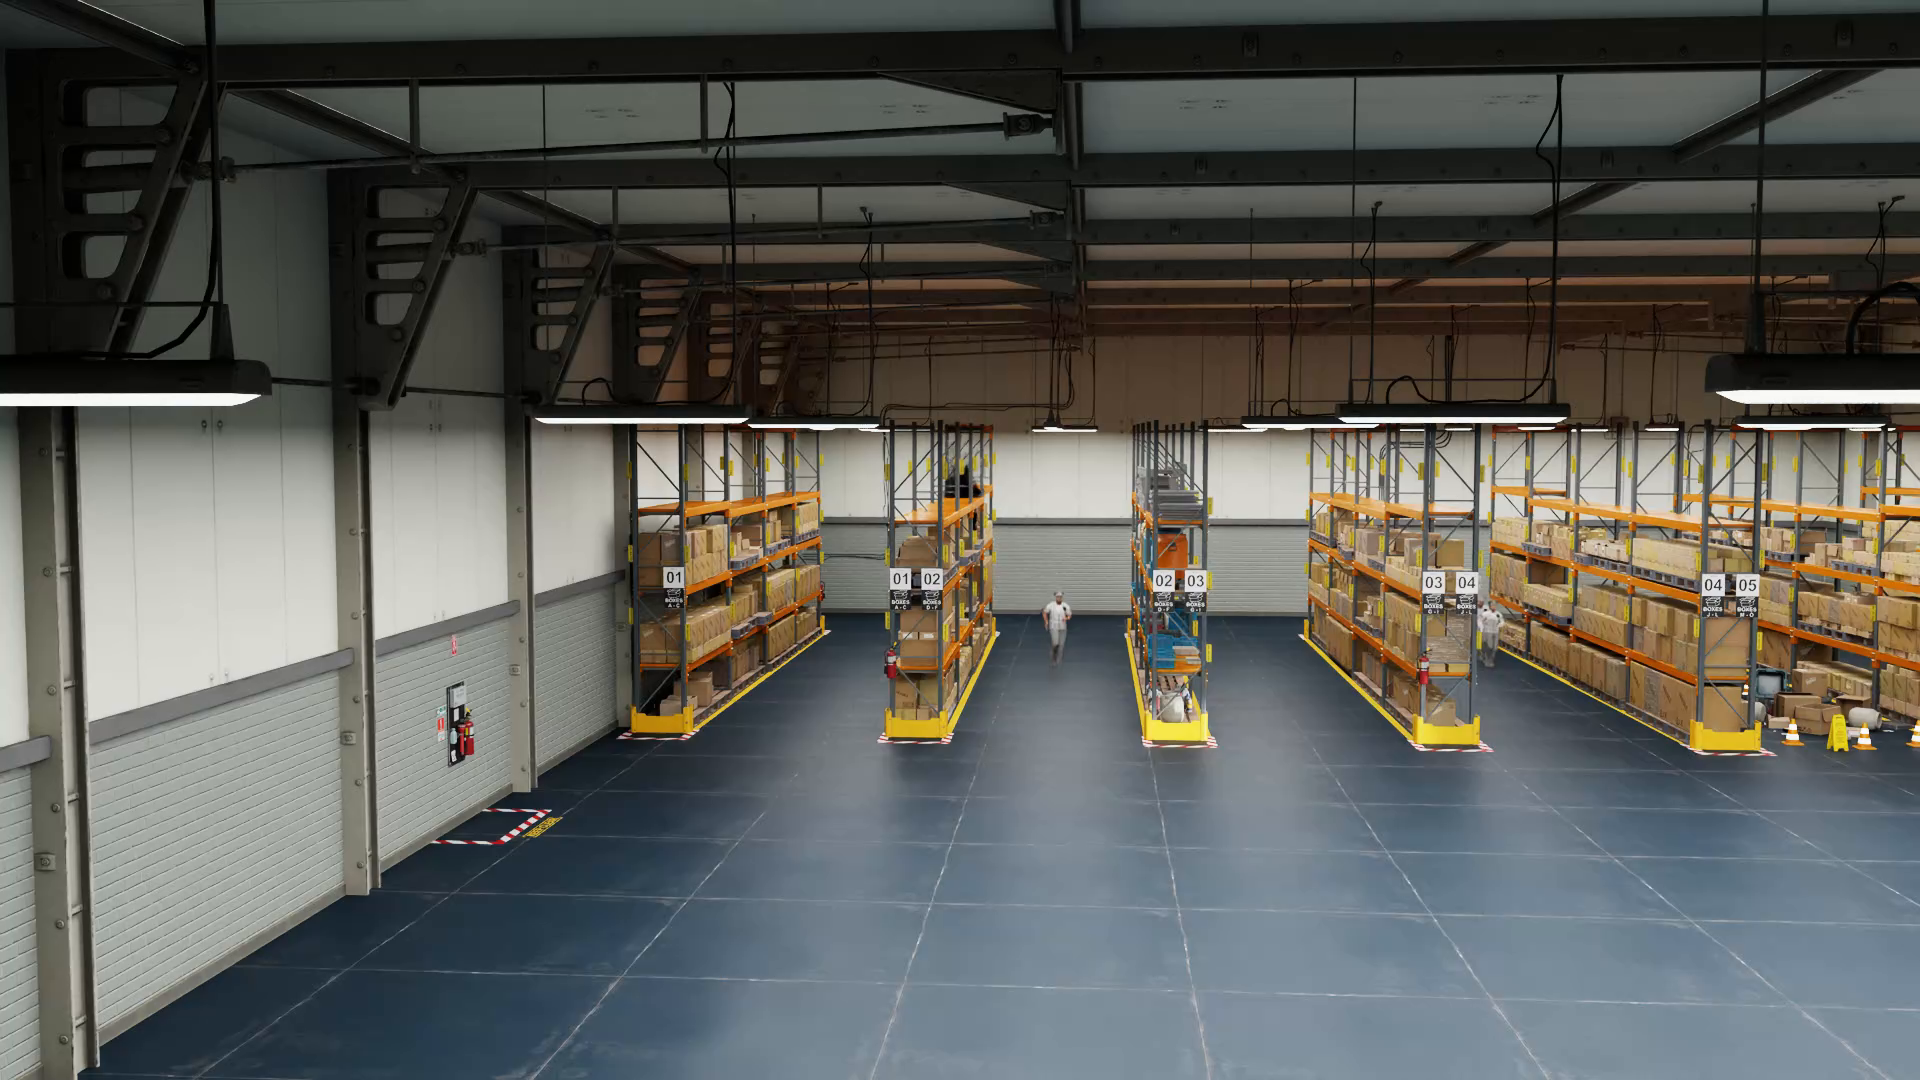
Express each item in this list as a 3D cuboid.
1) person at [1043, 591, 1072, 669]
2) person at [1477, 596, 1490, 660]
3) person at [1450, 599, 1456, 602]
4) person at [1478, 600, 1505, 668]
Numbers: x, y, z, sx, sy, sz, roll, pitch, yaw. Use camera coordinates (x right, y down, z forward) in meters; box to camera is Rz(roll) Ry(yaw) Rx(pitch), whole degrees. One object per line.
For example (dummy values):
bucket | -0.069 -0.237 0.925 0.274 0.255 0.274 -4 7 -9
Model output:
person | 2.312 2.110 39.015 0.640 1.839 0.676 -1 4 -8
person | 13.283 2.241 42.310 0.616 1.645 0.613 0 4 0
person | 13.301 2.049 44.019 0.695 1.804 0.898 1 4 12
person | 13.050 2.296 40.757 0.593 1.670 0.644 0 4 3
